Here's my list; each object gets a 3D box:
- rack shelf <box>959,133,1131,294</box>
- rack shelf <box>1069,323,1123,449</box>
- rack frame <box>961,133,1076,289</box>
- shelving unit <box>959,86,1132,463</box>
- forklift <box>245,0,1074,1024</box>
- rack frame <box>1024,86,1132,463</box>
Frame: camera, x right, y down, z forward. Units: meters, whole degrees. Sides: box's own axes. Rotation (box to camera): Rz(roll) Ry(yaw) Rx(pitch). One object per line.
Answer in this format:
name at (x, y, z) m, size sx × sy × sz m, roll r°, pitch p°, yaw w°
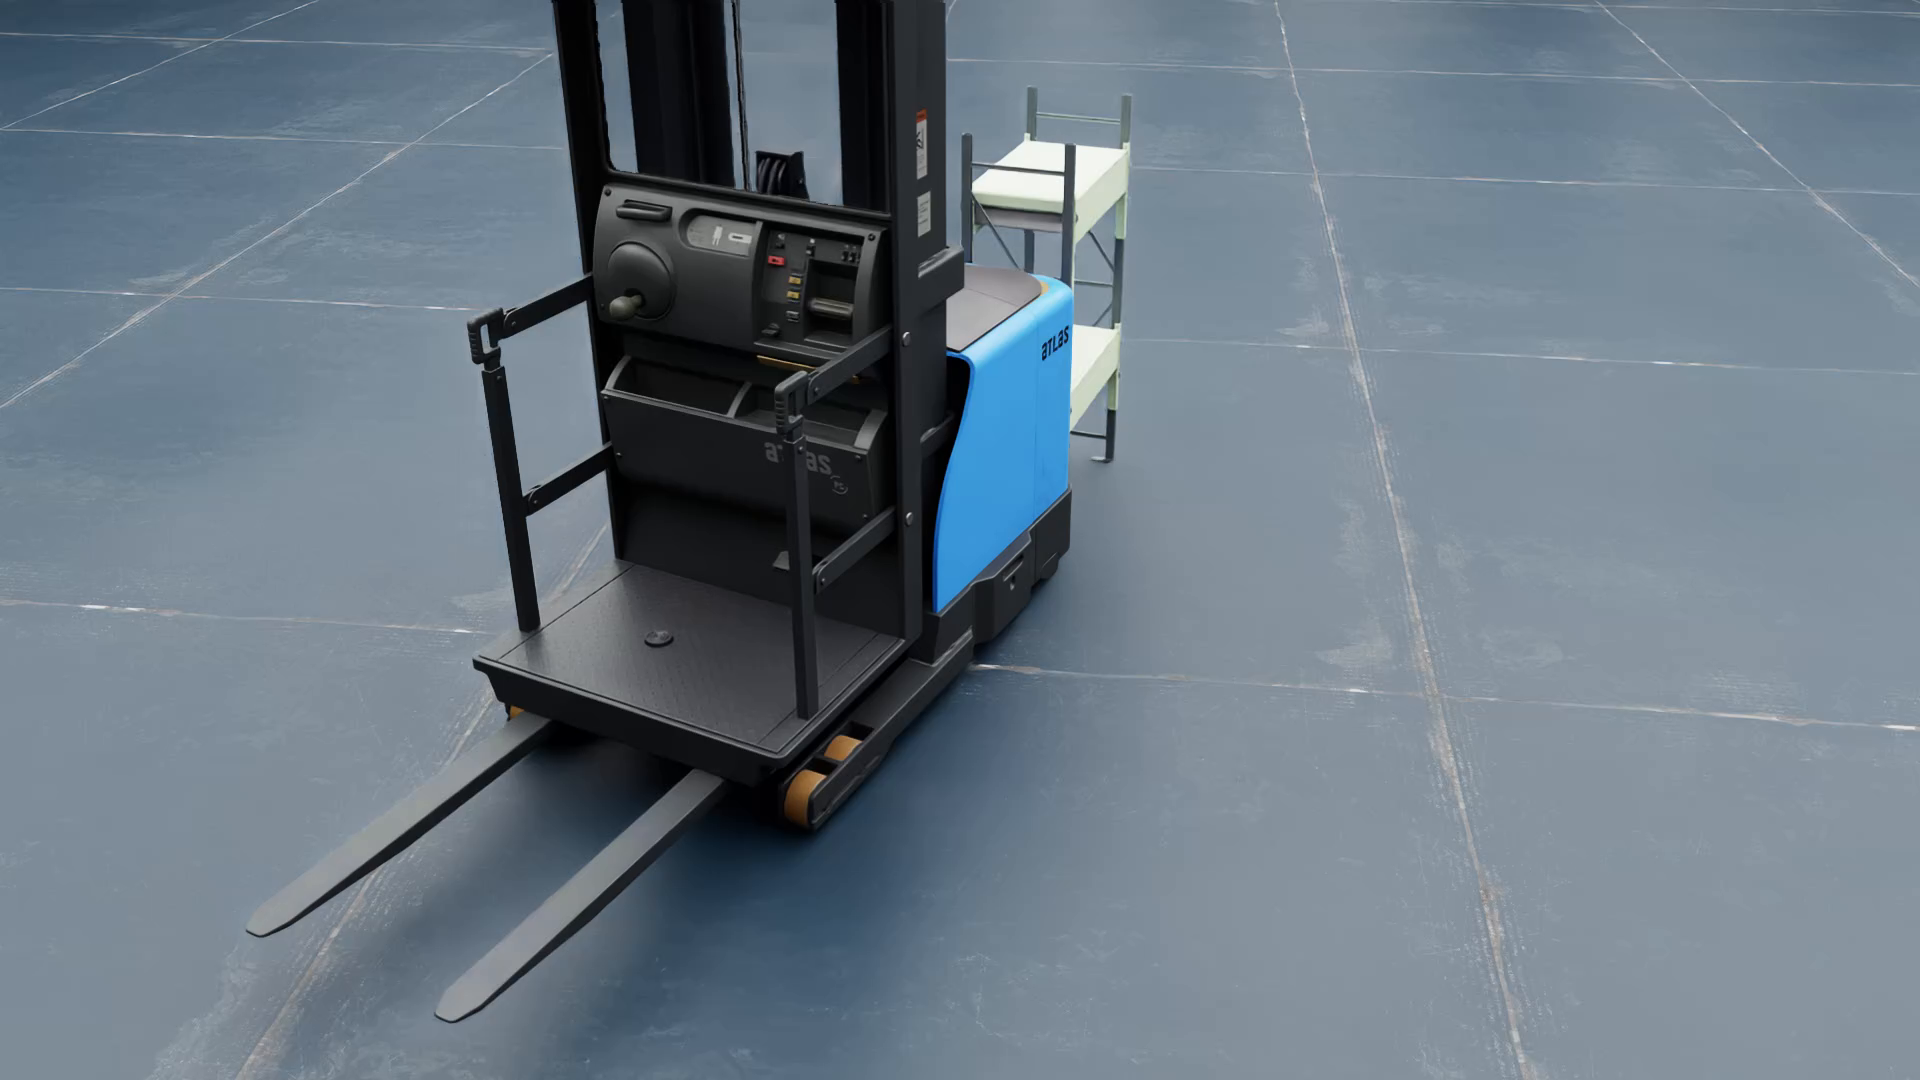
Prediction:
rack shelf at (0.320, -1.195, 6.064) m, size 0.431 × 0.370 × 0.720 m, roll 10°, pitch 30°, yaw 17°
rack shelf at (0.320, -0.564, 6.404) m, size 0.431 × 0.370 × 0.720 m, roll 10°, pitch 30°, yaw 17°
rack frame at (0.196, -0.688, 5.946) m, size 0.400 × 1.500 × 0.023 m, roll 10°, pitch 30°, yaw 17°
shelving unit at (0.320, -0.851, 6.249) m, size 0.431 × 1.500 × 0.755 m, roll 10°, pitch 30°, yaw 17°
forklift at (-0.734, -0.712, 4.481) m, size 1.130 × 2.935 × 3.031 m, roll 14°, pitch 31°, yaw 24°
rack frame at (0.445, -1.015, 6.552) m, size 0.400 × 1.500 × 0.023 m, roll 10°, pitch 30°, yaw 17°
